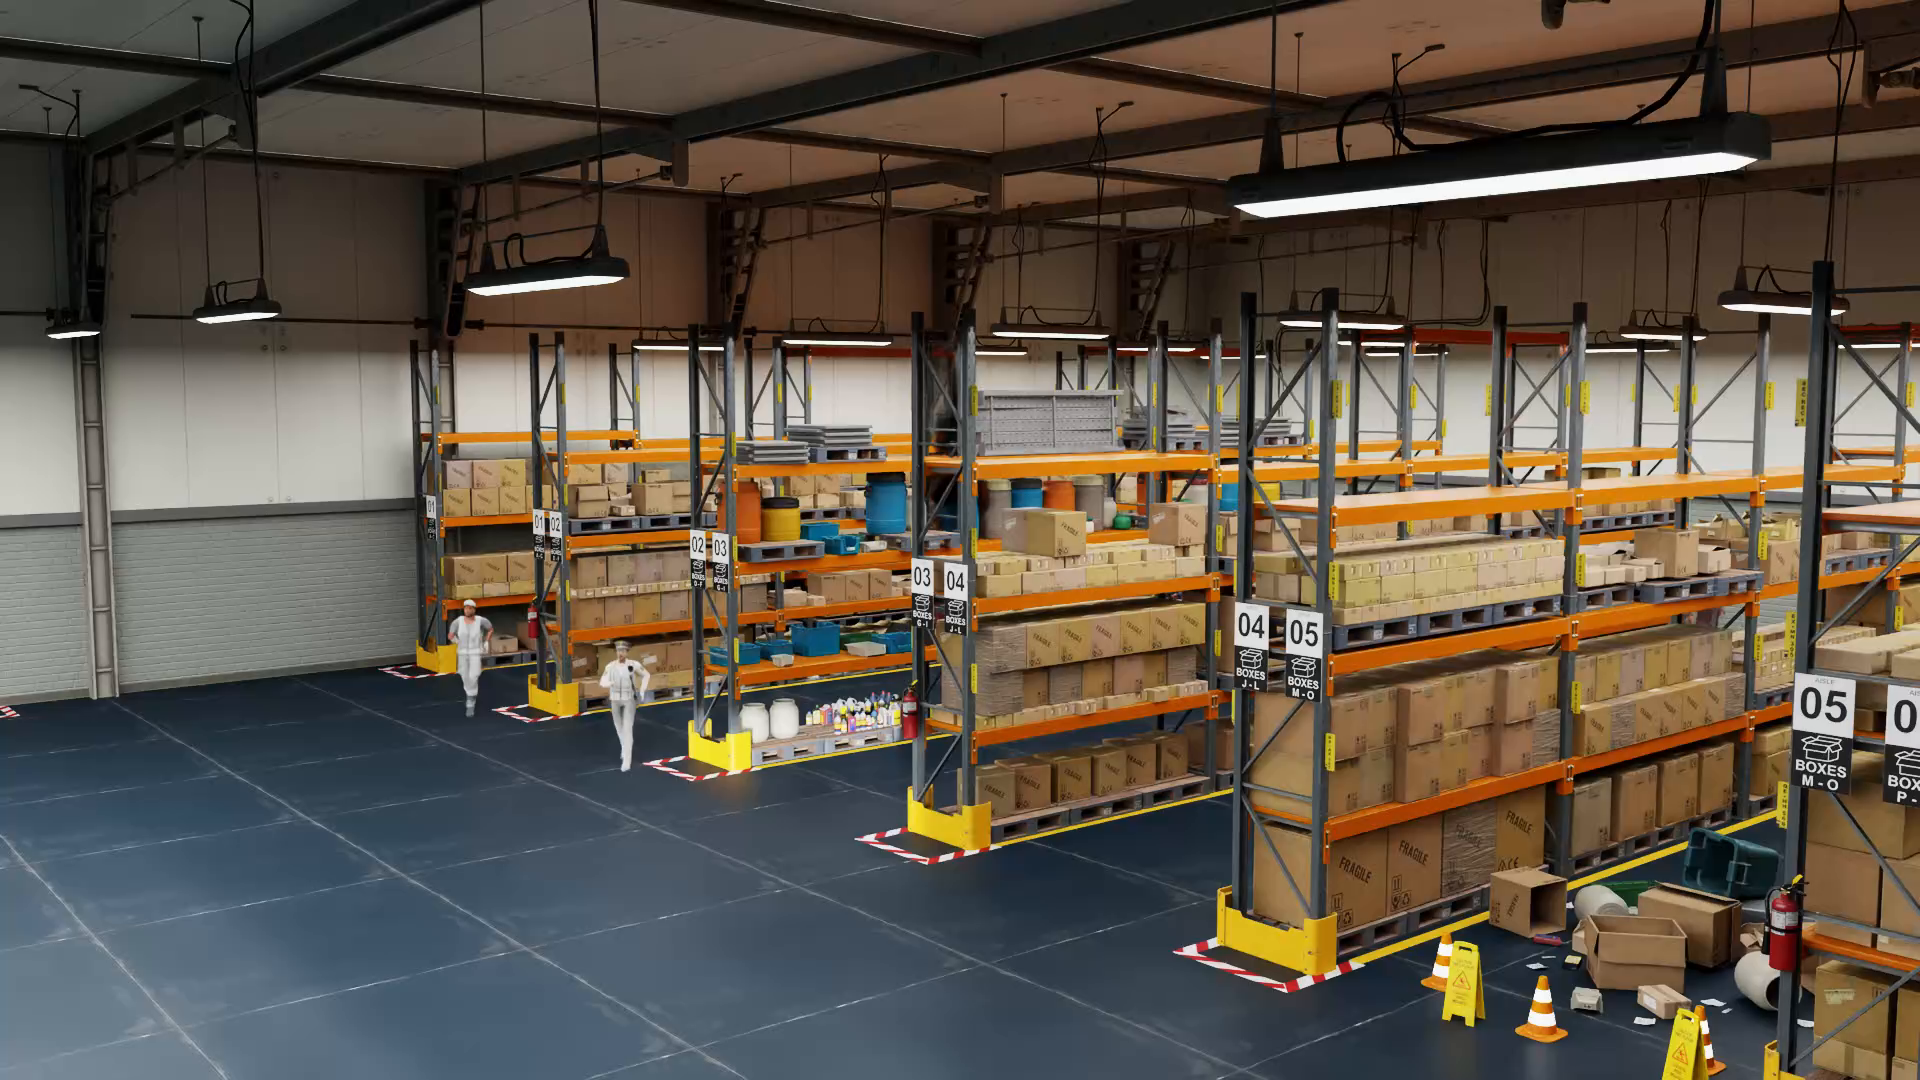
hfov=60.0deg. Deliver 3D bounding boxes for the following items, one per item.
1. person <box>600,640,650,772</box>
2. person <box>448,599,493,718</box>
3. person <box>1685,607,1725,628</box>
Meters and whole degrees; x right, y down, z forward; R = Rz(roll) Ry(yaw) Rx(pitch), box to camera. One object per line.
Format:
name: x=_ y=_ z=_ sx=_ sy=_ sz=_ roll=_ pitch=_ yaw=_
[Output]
person: x=-4.571 y=2.212 z=22.632 sx=0.607 sy=1.724 sz=0.854 roll=0 pitch=5 yaw=5
person: x=-7.755 y=1.848 z=26.292 sx=0.639 sy=1.845 sz=0.783 roll=0 pitch=5 yaw=-1
person: x=13.118 y=1.561 z=29.299 sx=0.799 sy=1.839 sz=0.960 roll=-2 pitch=6 yaw=-24
